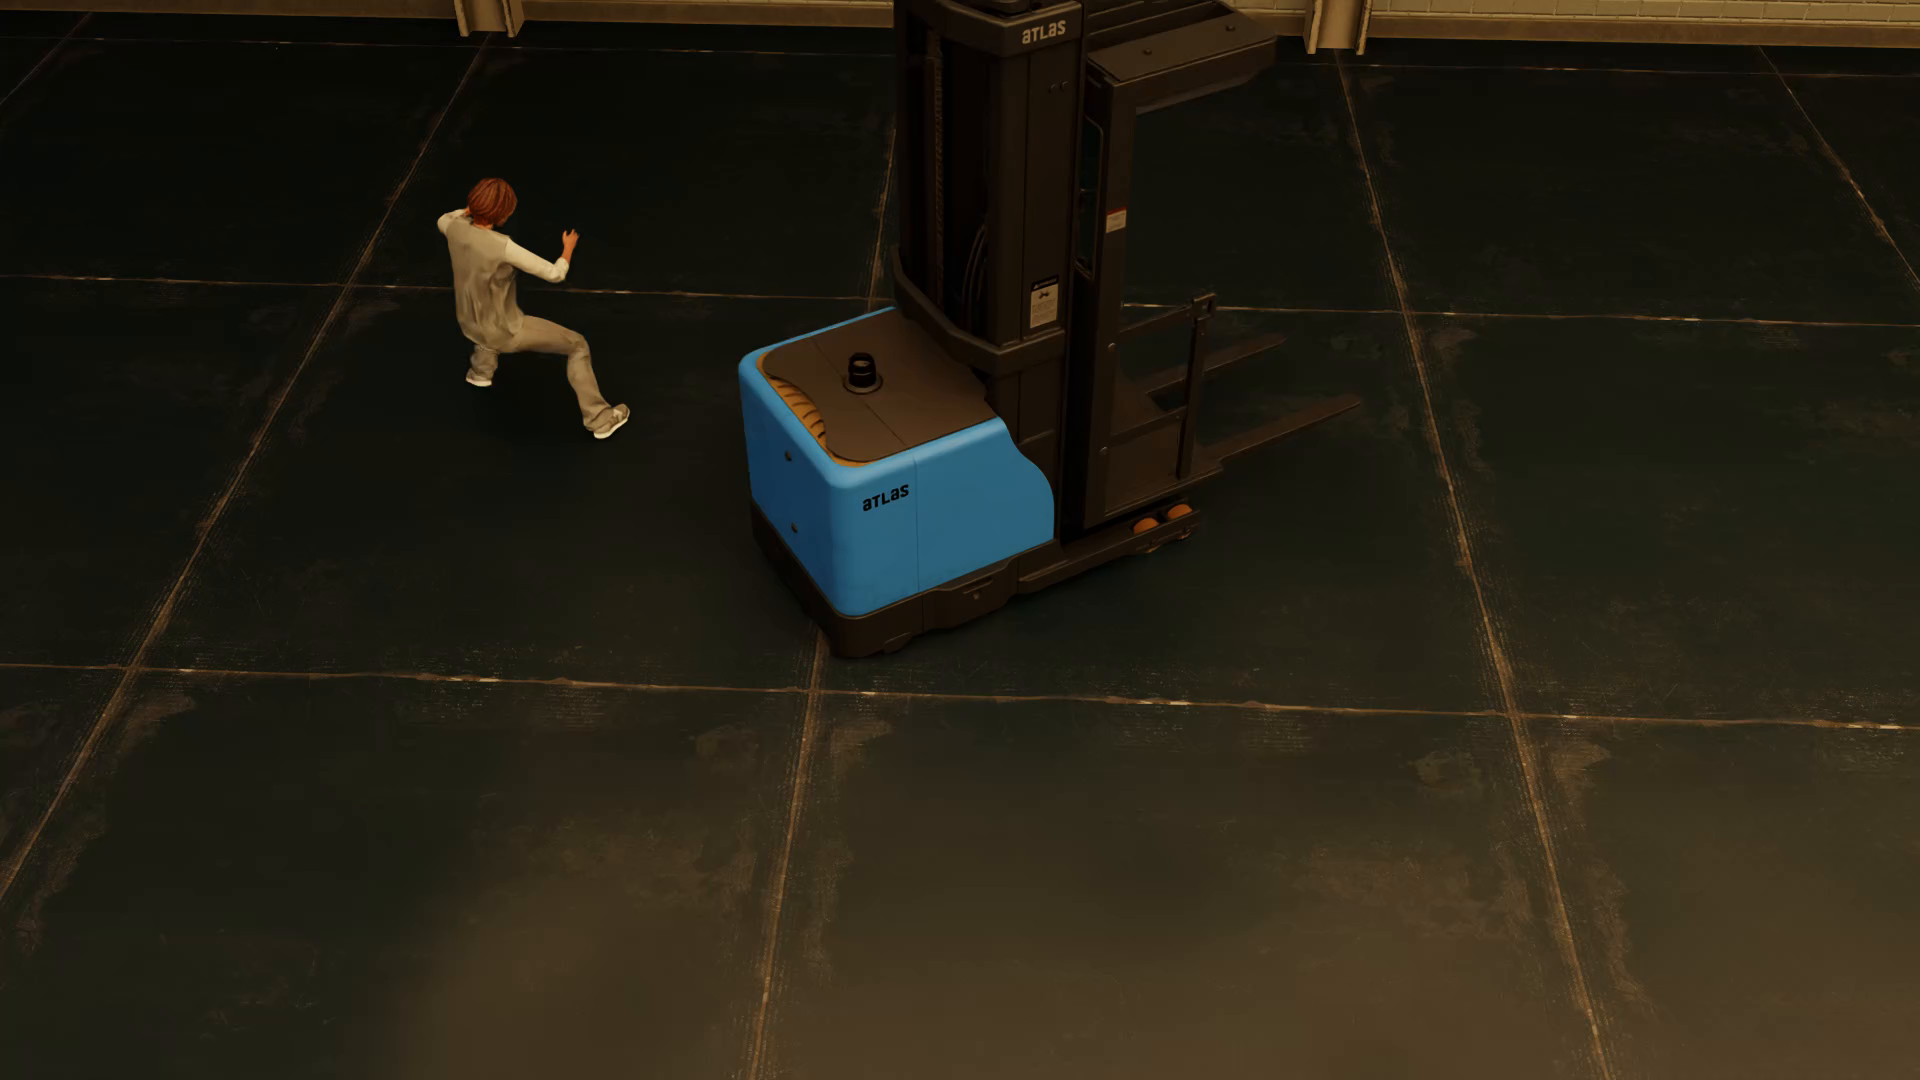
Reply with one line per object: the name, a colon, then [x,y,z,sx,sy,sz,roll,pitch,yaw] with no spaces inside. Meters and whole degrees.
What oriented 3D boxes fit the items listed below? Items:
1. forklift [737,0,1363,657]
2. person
forklift: [0.554,-1.308,7.175,3.031,2.935,1.130,-21,47,-22]
person: [-2.176,-1.212,8.220,0.955,1.378,0.658,27,49,26]
